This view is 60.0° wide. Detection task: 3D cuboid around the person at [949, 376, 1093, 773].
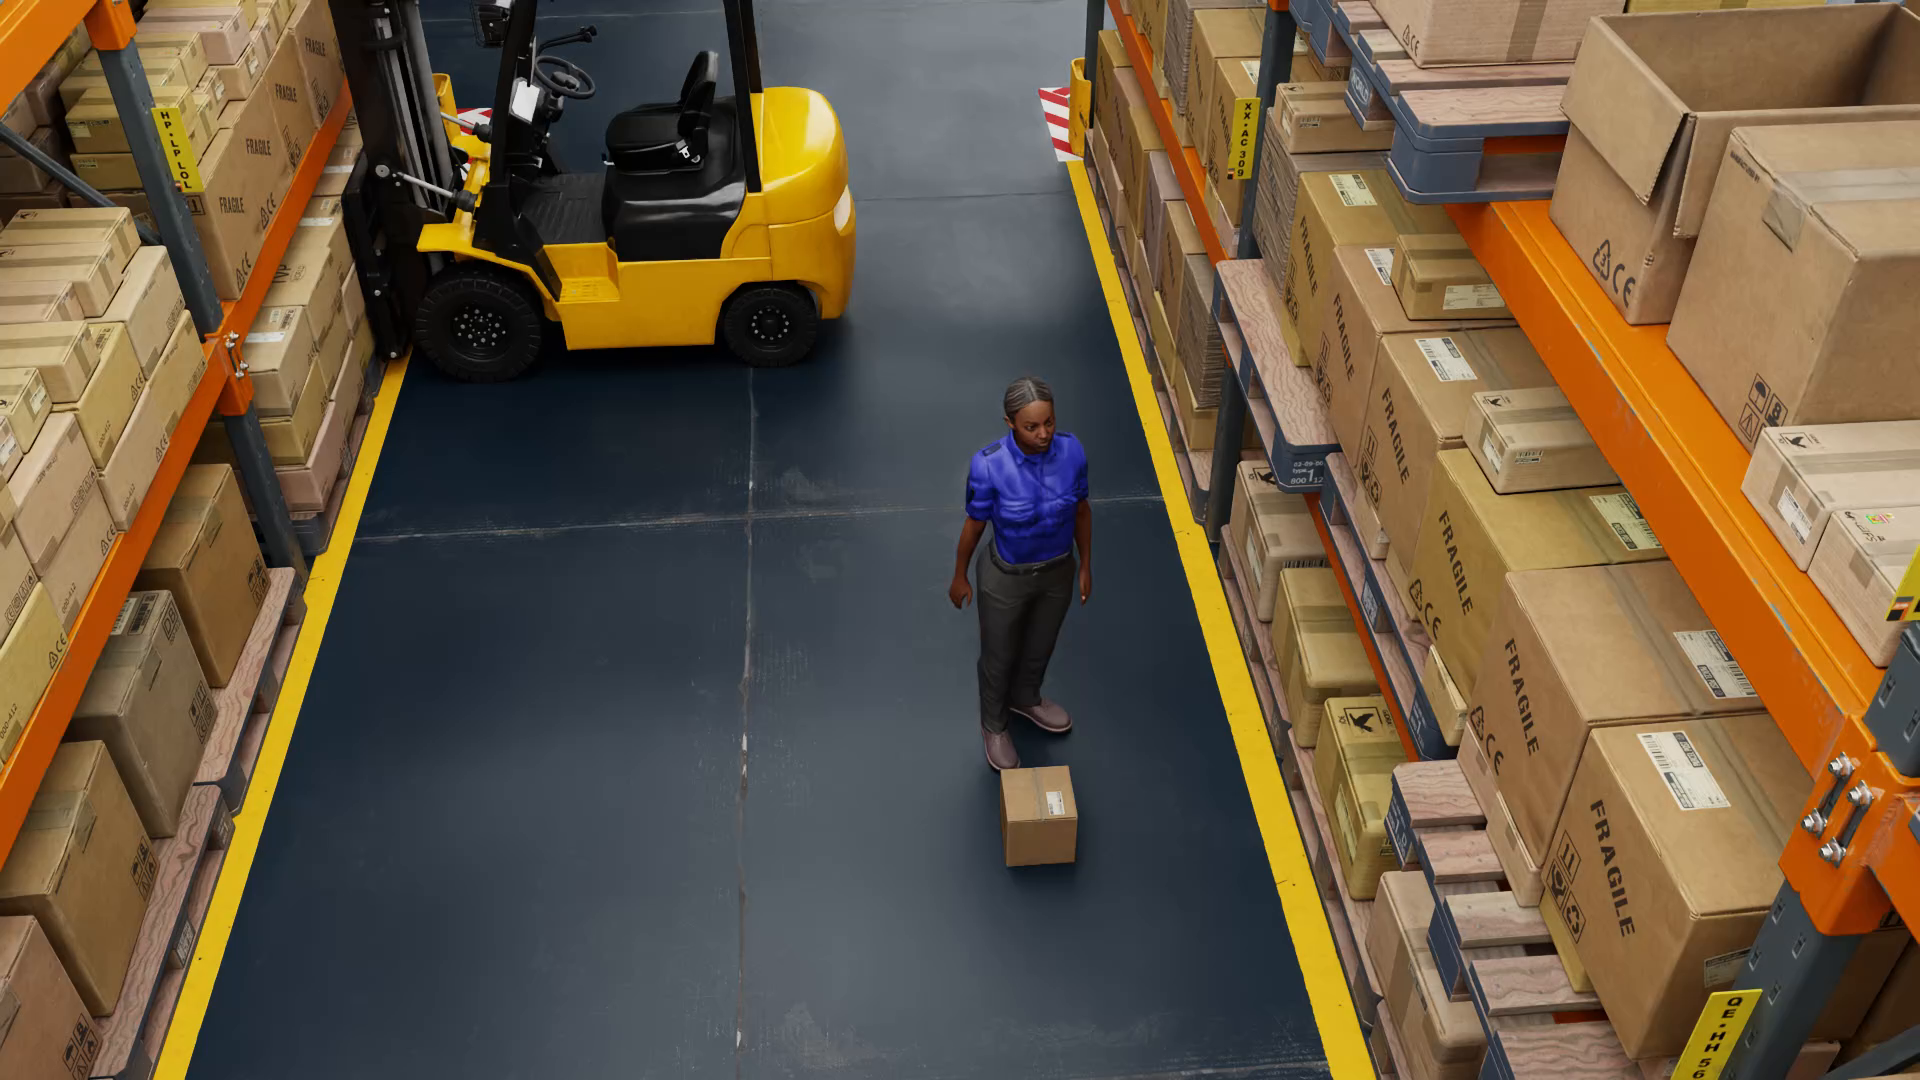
[{"bbox_3d":[0.225,0.124,5.985,0.489,1.659,0.371,-15,42,-18],"label":"person"}]
